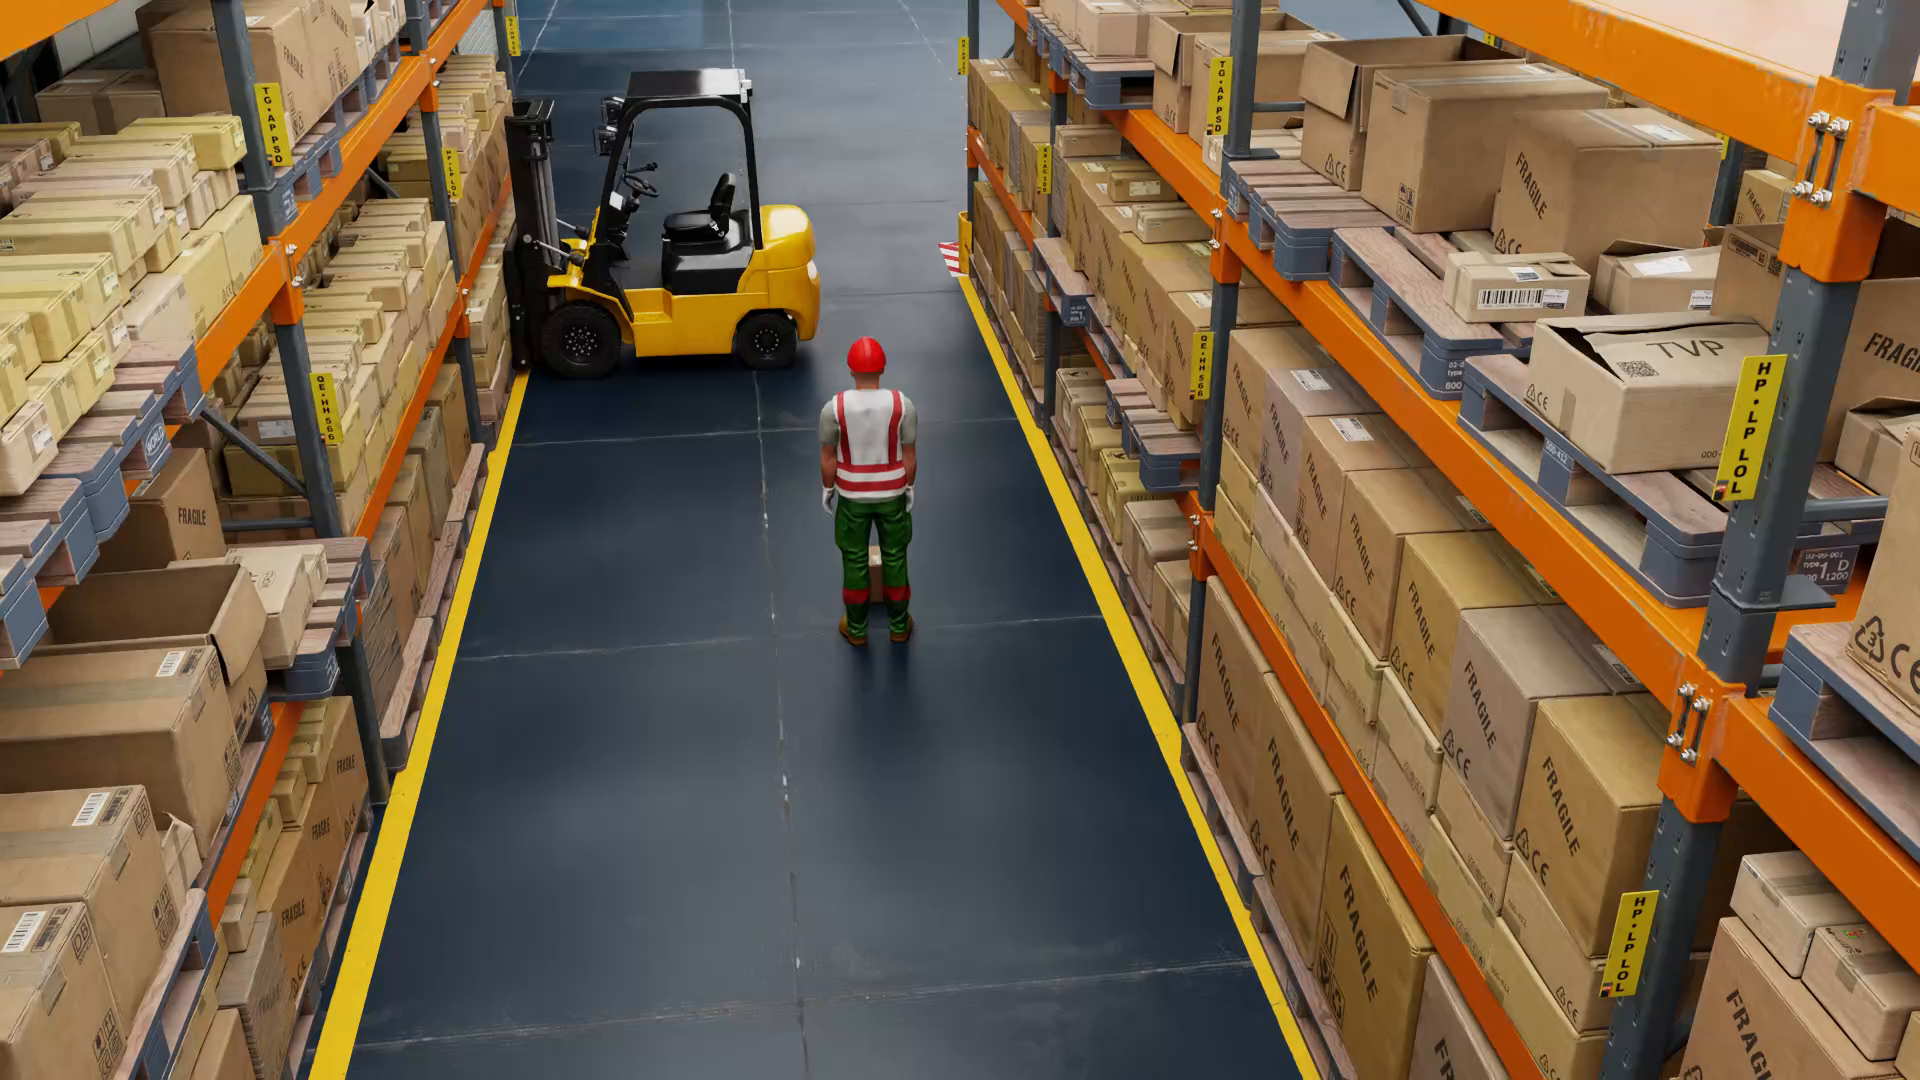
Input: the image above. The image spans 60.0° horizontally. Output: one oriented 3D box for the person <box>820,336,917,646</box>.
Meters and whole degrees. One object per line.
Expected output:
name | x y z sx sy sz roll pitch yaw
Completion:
person | -0.494 -0.262 9.105 0.526 1.789 0.332 -3 27 -5
